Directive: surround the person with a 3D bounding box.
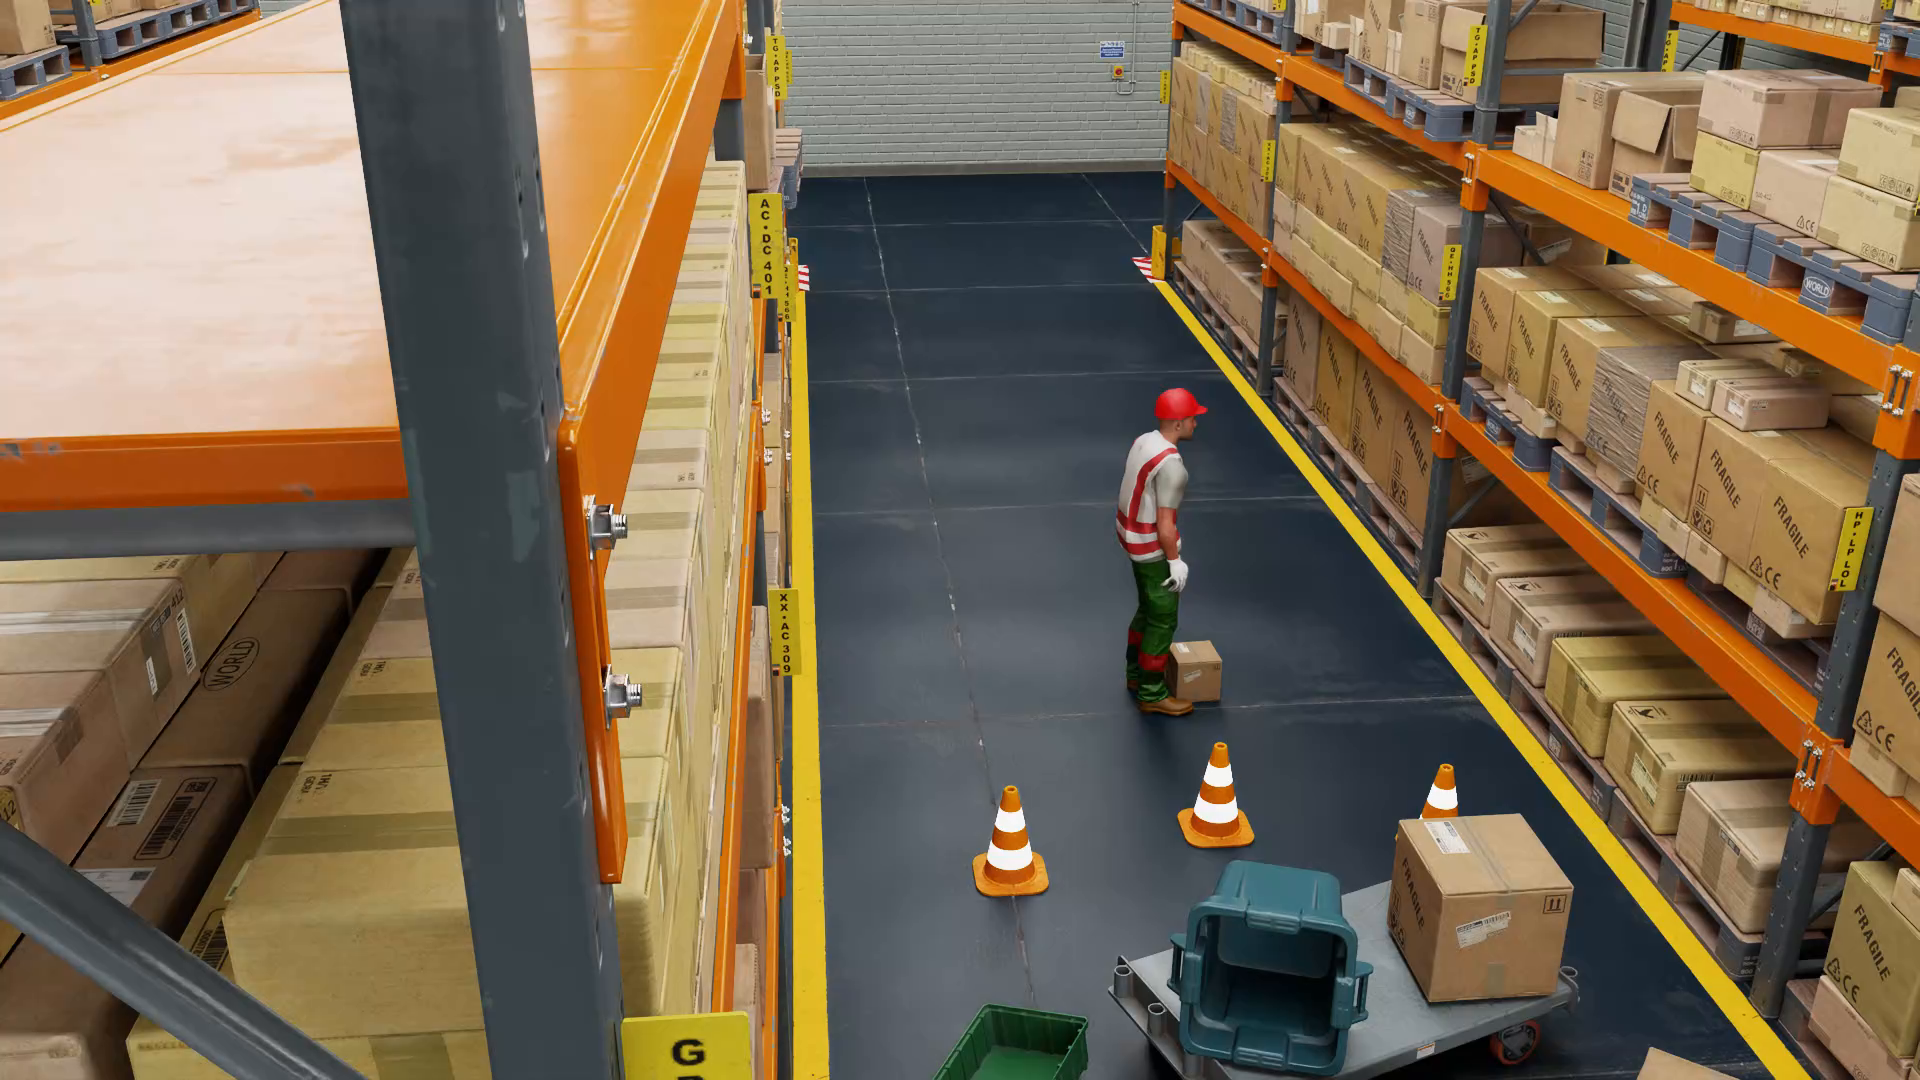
[{"bbox_3d":[1.079,0.044,8.980,0.449,1.779,0.619,-4,24,-8],"label":"person"}]
